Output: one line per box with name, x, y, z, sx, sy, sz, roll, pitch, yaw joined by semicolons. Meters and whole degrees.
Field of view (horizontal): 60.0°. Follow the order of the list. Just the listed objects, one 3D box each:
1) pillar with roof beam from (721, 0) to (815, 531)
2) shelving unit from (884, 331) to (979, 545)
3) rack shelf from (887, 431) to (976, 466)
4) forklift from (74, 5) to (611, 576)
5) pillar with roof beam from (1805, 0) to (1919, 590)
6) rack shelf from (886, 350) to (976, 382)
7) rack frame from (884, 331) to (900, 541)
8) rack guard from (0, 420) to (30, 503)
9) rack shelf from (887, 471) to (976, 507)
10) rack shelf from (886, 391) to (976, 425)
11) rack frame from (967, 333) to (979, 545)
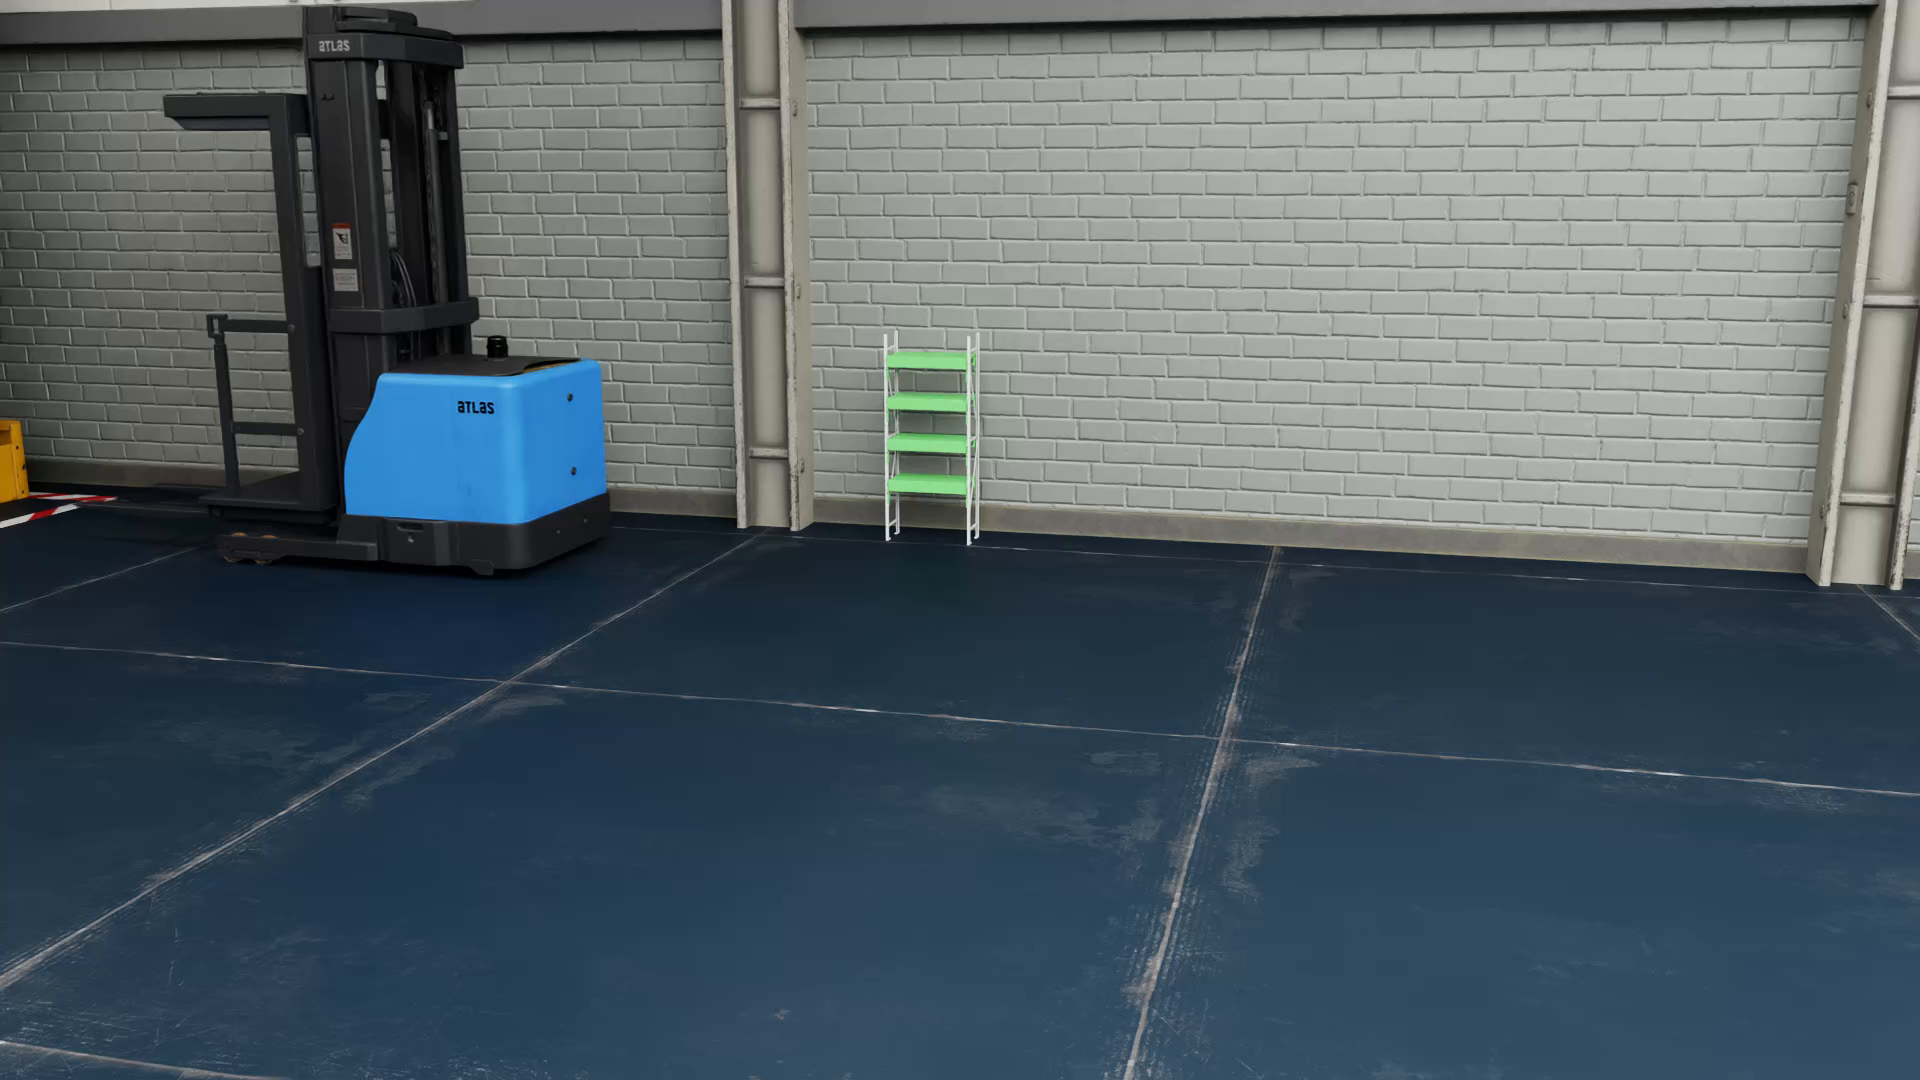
pillar with roof beam;-2.155;-3.584;5.113;0.400;9.000;9.100;3;13;14
shelving unit;-0.161;-0.594;9.642;0.503;1.200;0.258;3;13;14
rack shelf;-0.161;-0.532;9.656;0.480;0.148;0.258;3;13;14
forklift;-3.587;-1.399;9.272;3.031;2.935;1.130;4;13;16
pillar with roof beam;3.670;-3.273;3.710;0.400;9.000;9.100;3;13;14
rack shelf;-0.161;-1.001;9.552;0.480;0.148;0.258;3;13;14
rack frame;-0.398;-0.607;9.700;0.015;1.200;0.240;3;13;14
rack guard;-6.465;-0.425;10.495;0.348;0.500;1.175;3;13;14
rack shelf;-0.161;-0.298;9.708;0.480;0.148;0.258;3;13;14
rack shelf;-0.161;-0.766;9.604;0.480;0.148;0.258;3;13;14
rack frame;0.076;-0.582;9.585;0.015;1.200;0.240;3;13;14
